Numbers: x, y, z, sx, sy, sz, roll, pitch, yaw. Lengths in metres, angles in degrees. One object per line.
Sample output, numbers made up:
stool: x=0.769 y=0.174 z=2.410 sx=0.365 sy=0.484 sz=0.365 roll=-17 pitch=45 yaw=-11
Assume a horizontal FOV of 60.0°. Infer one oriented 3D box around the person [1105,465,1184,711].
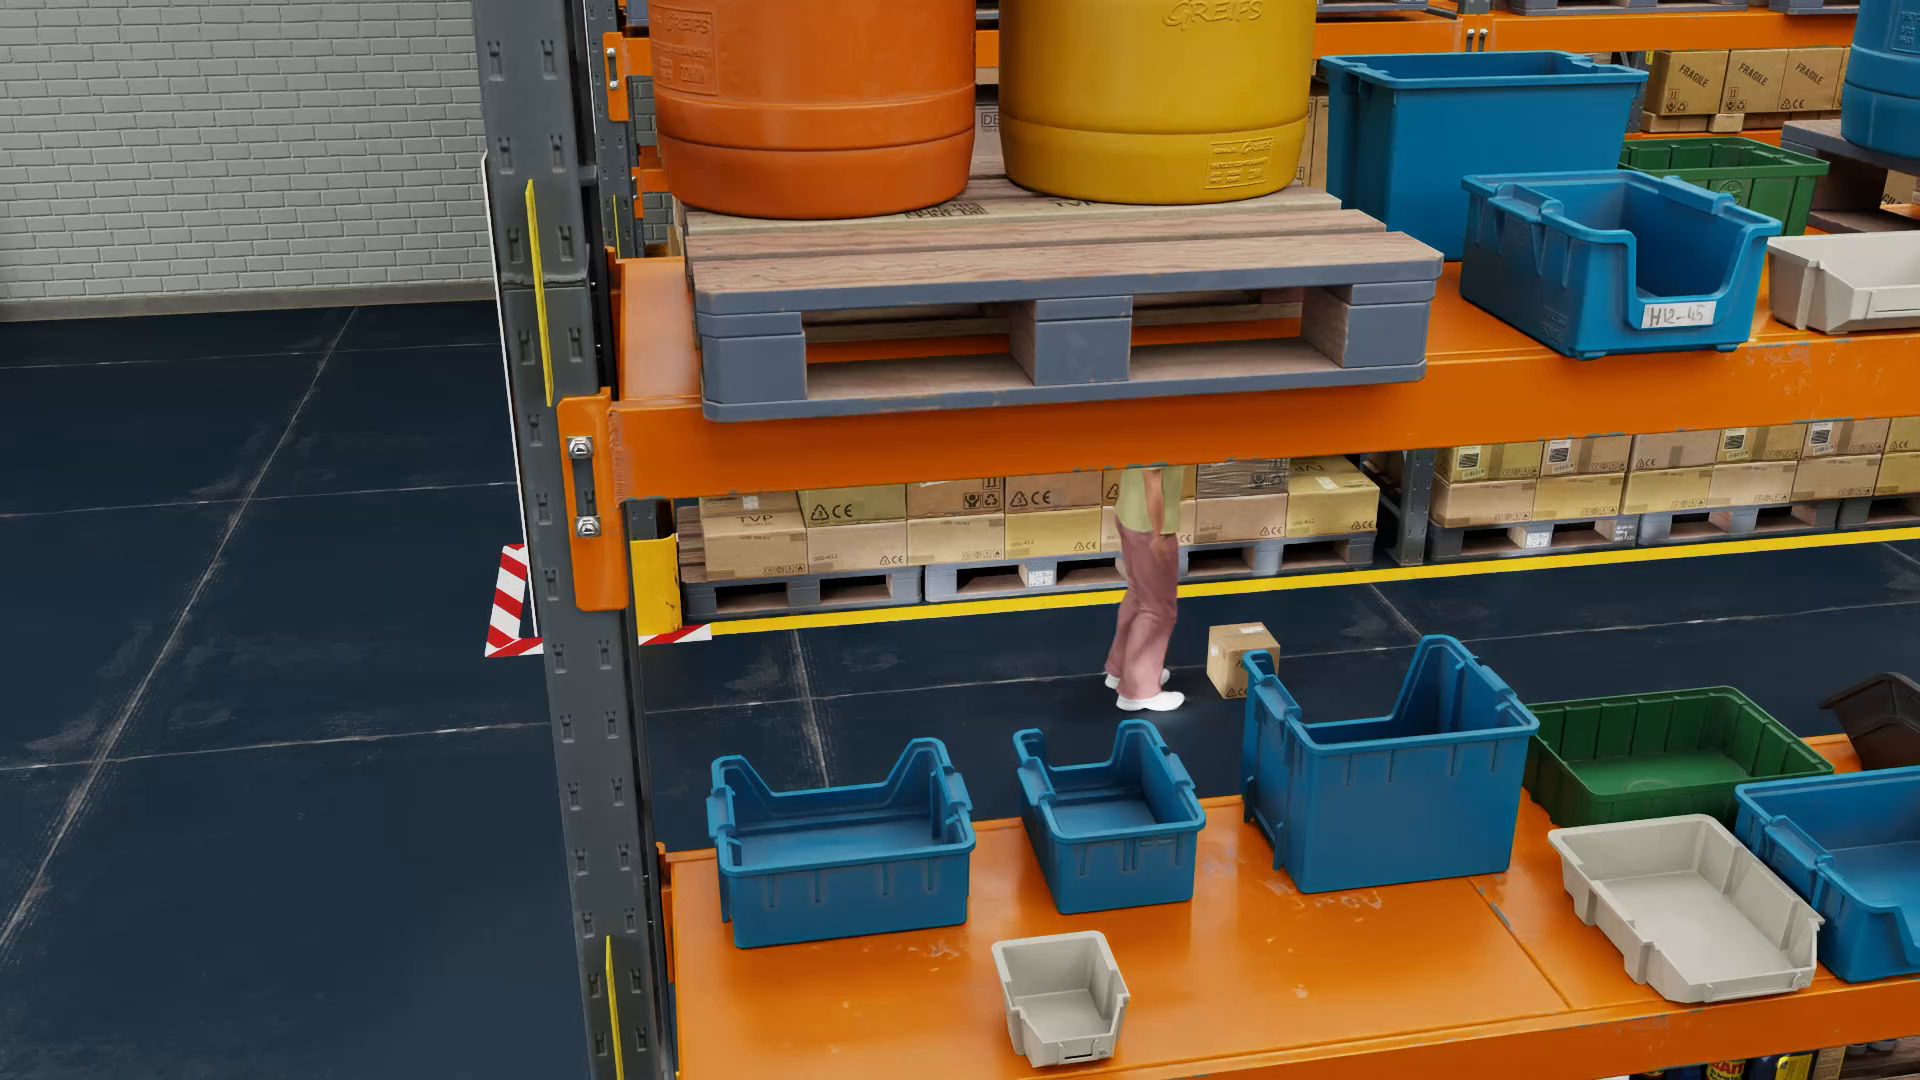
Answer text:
person: x=0.811 y=-0.065 z=7.272 sx=0.352 sy=1.665 sz=0.452 roll=-4 pitch=24 yaw=-9
